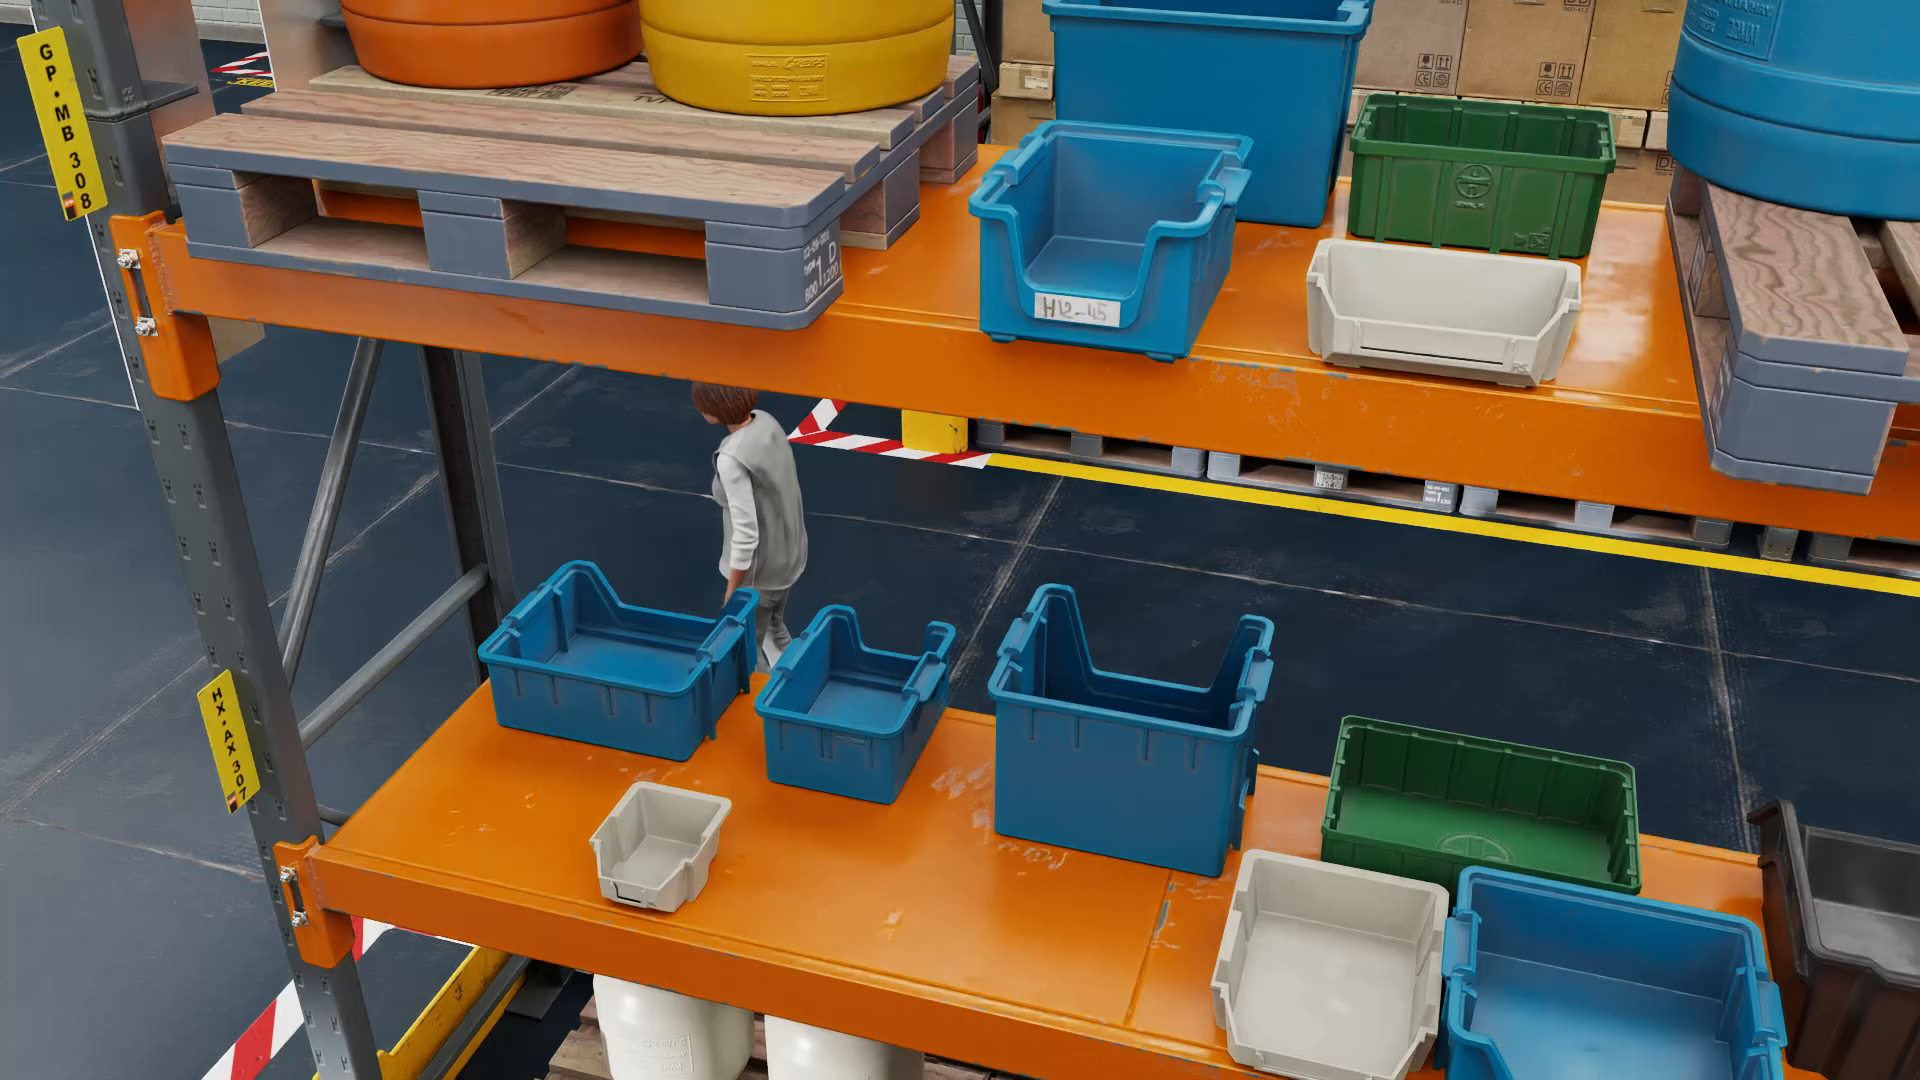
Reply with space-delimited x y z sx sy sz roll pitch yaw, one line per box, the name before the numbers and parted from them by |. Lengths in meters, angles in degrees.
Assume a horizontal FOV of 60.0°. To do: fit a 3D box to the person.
person | -0.729 0.095 5.974 0.349 1.590 0.469 7 30 13
